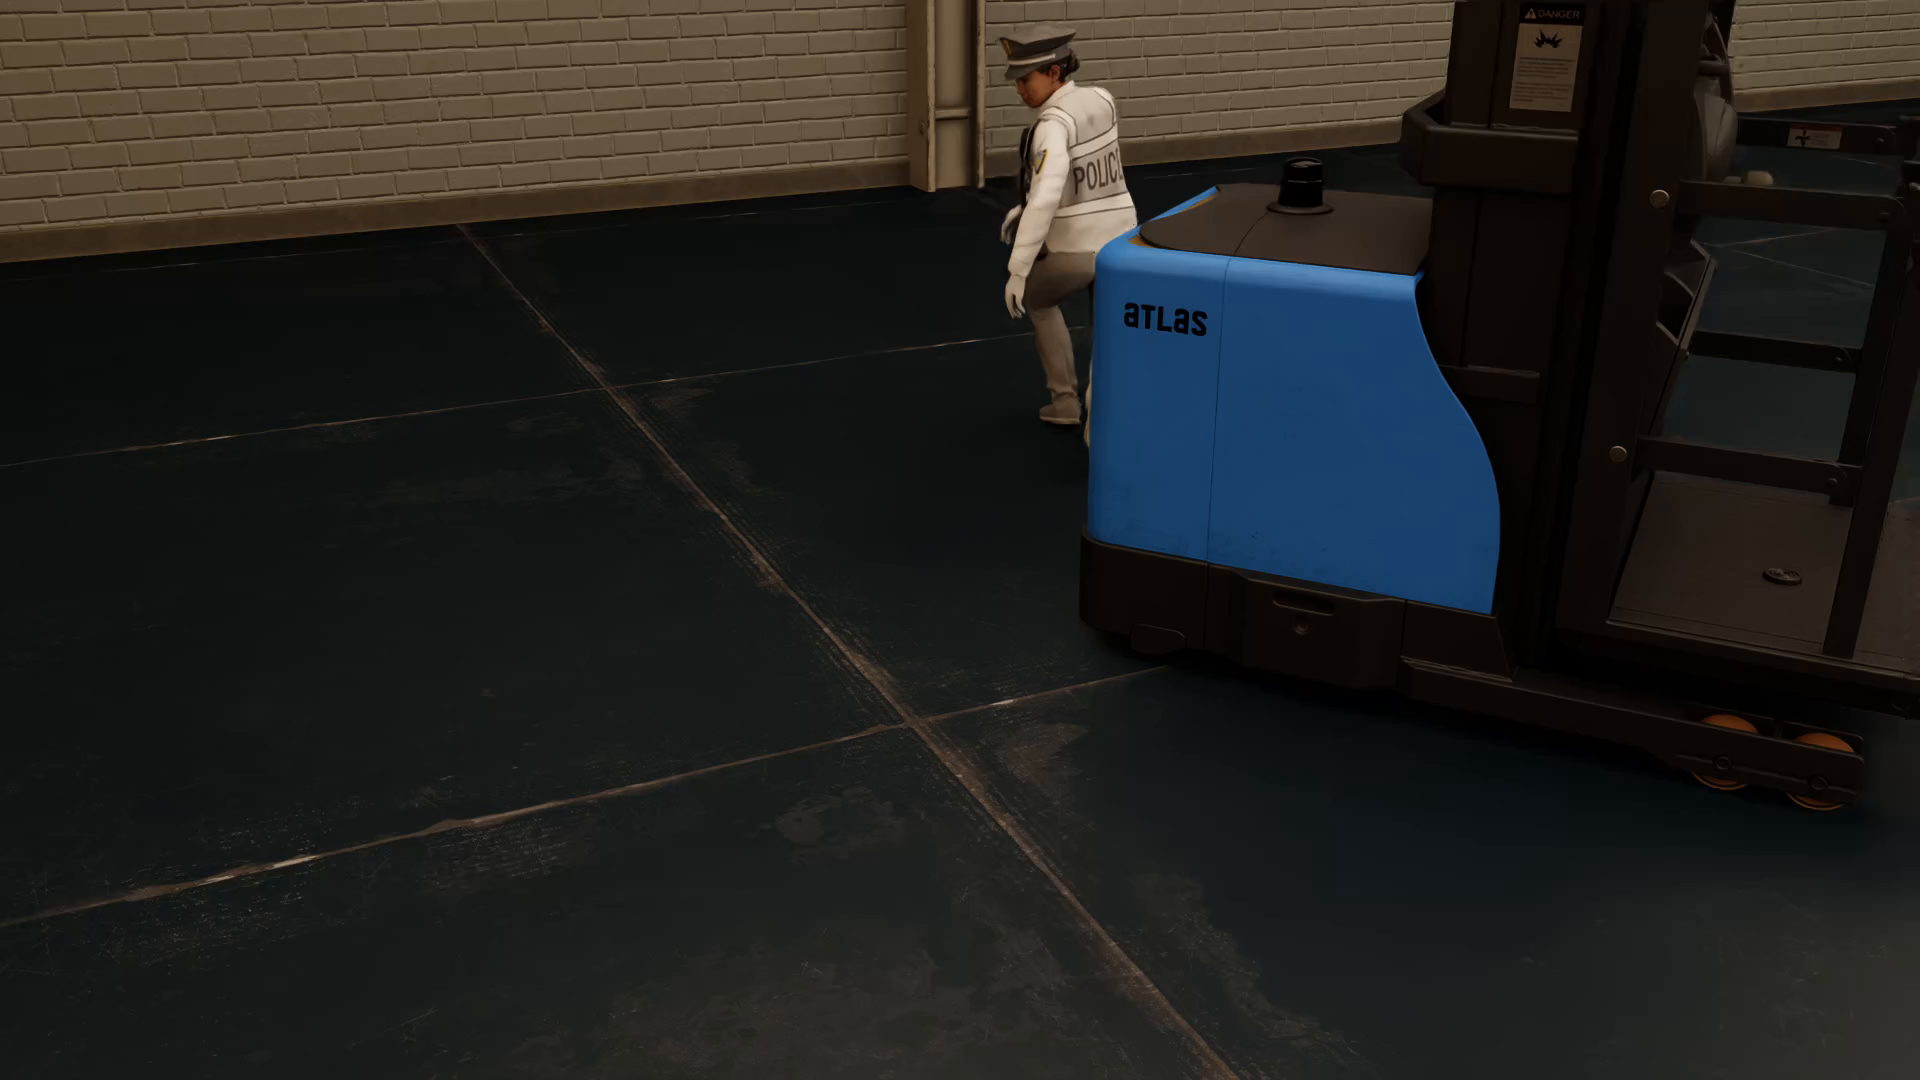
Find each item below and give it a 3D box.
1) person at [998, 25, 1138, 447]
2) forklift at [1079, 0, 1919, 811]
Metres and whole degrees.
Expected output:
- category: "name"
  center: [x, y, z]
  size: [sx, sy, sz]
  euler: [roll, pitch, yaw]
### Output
- category: "person"
  center: [0.352, -1.017, 5.742]
  size: [0.564, 1.449, 0.842]
  euler: [-9, 24, -20]
- category: "forklift"
  center: [1.870, -0.989, 3.668]
  size: [3.031, 2.935, 1.130]
  euler: [11, 25, 24]
